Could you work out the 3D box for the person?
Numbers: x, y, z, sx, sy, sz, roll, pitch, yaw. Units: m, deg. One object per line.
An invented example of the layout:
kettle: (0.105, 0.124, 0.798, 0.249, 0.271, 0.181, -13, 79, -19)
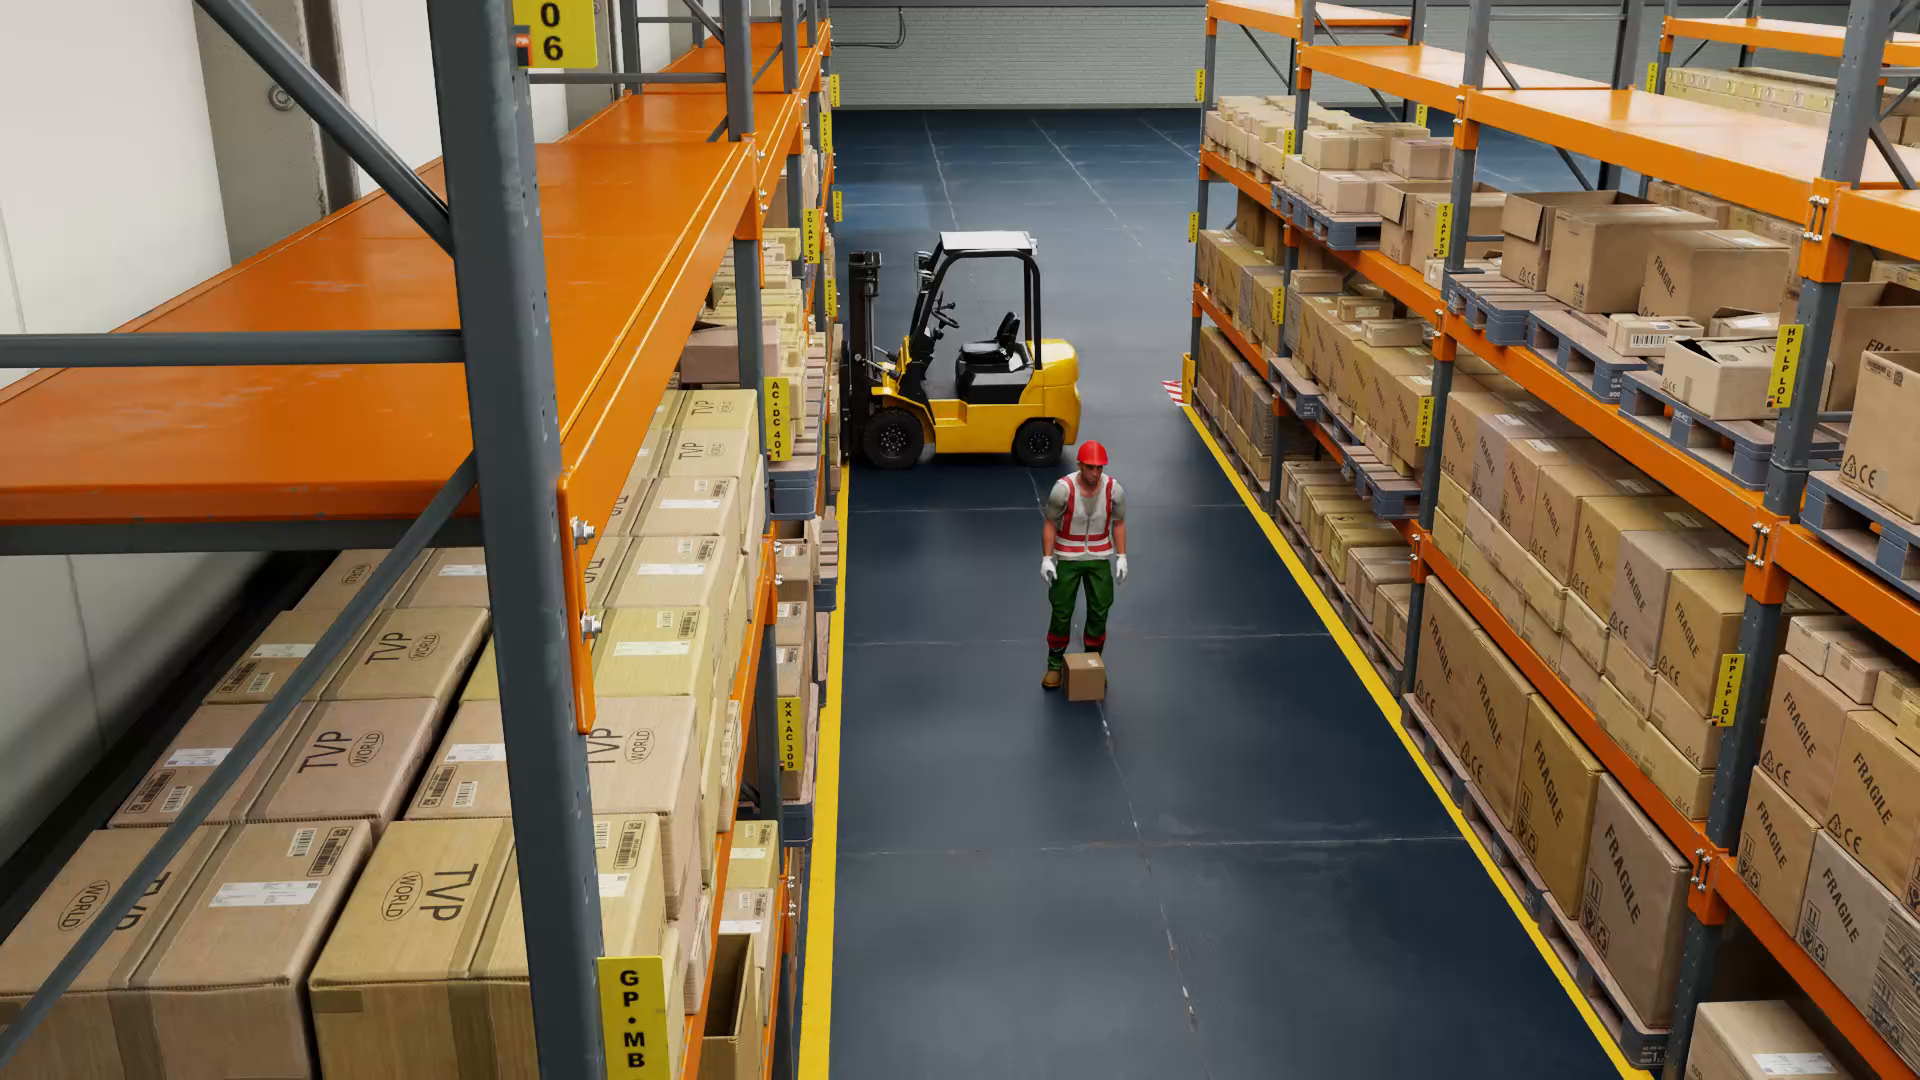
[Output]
person: (0.861, 0.154, 11.495, 0.620, 1.780, 0.446, -2, 20, -6)
